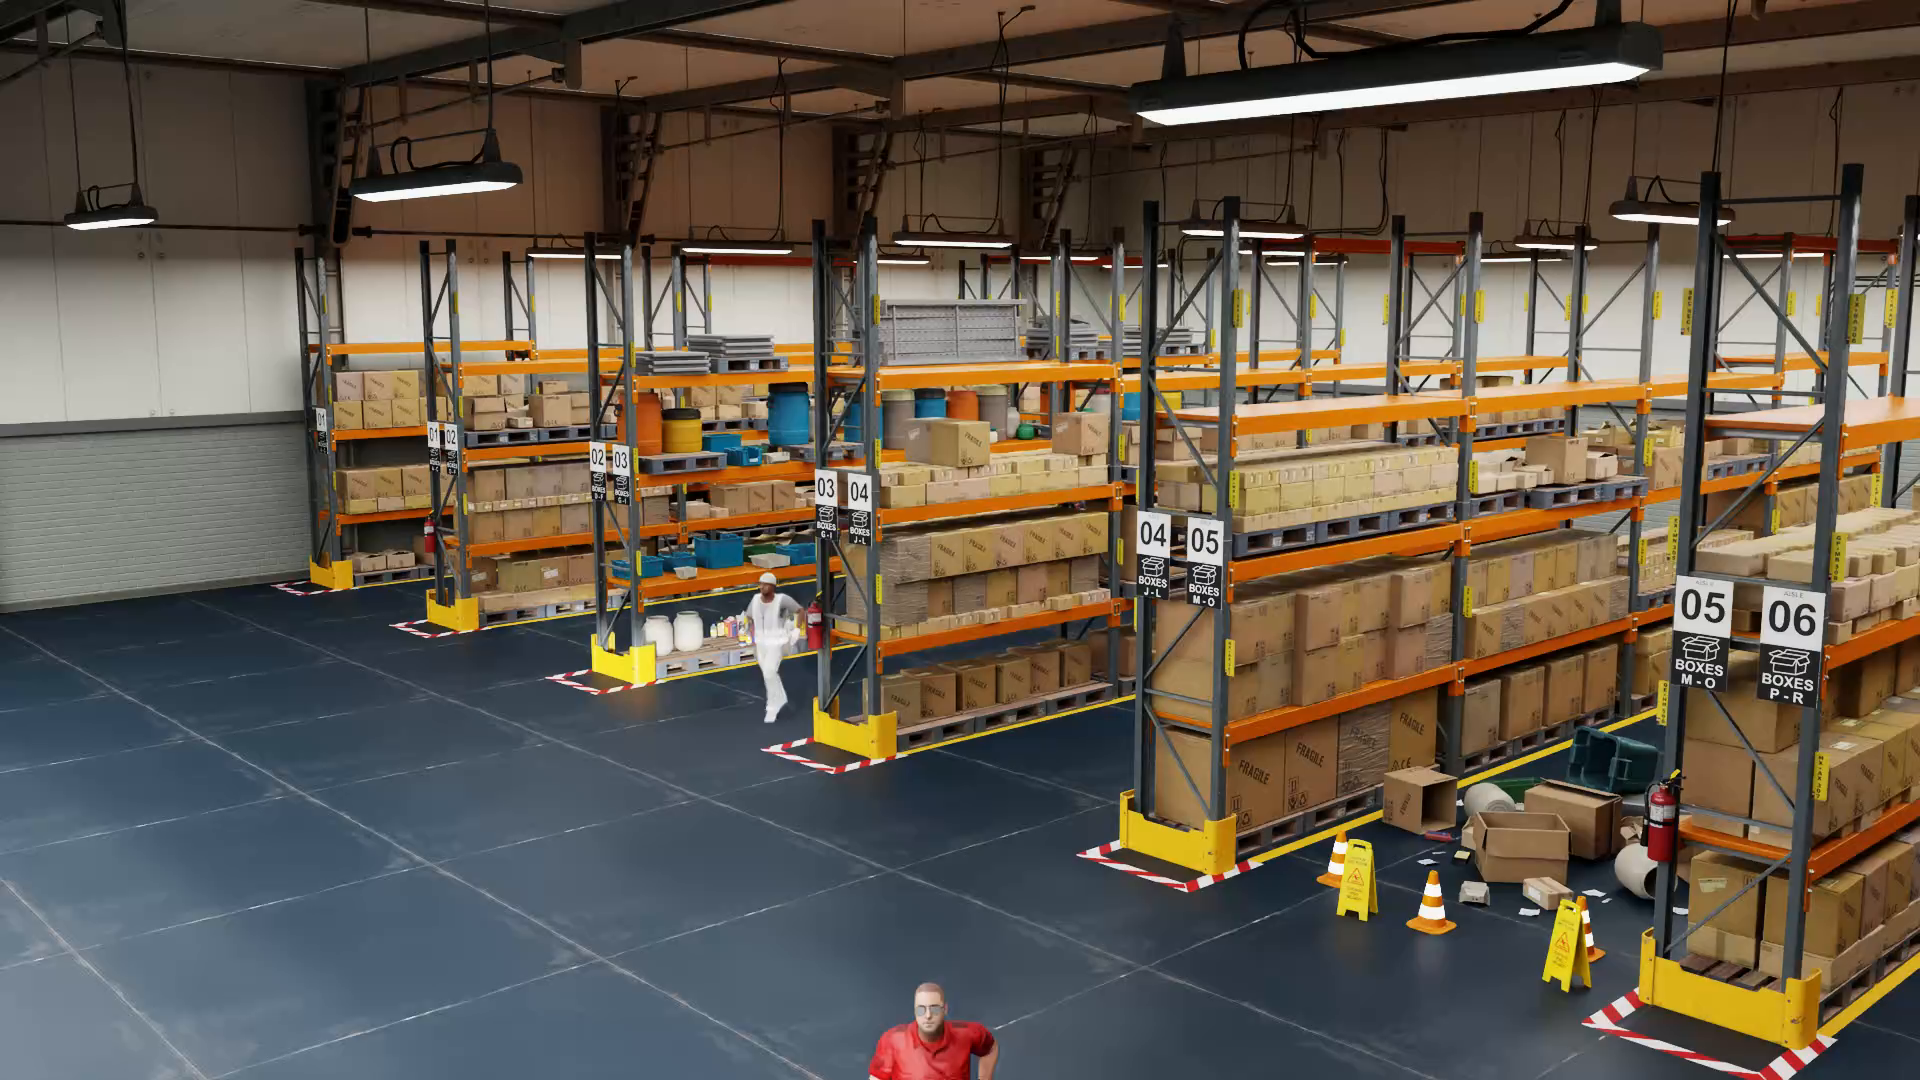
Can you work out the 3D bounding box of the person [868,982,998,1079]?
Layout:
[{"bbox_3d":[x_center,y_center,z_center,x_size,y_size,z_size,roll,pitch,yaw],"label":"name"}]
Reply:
[{"bbox_3d":[-0.144,3.100,8.558,0.641,1.759,0.790,1,8,7],"label":"person"}]

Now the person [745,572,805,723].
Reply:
[{"bbox_3d":[-2.319,1.318,20.426,0.701,1.867,0.766,5,10,29],"label":"person"}]
